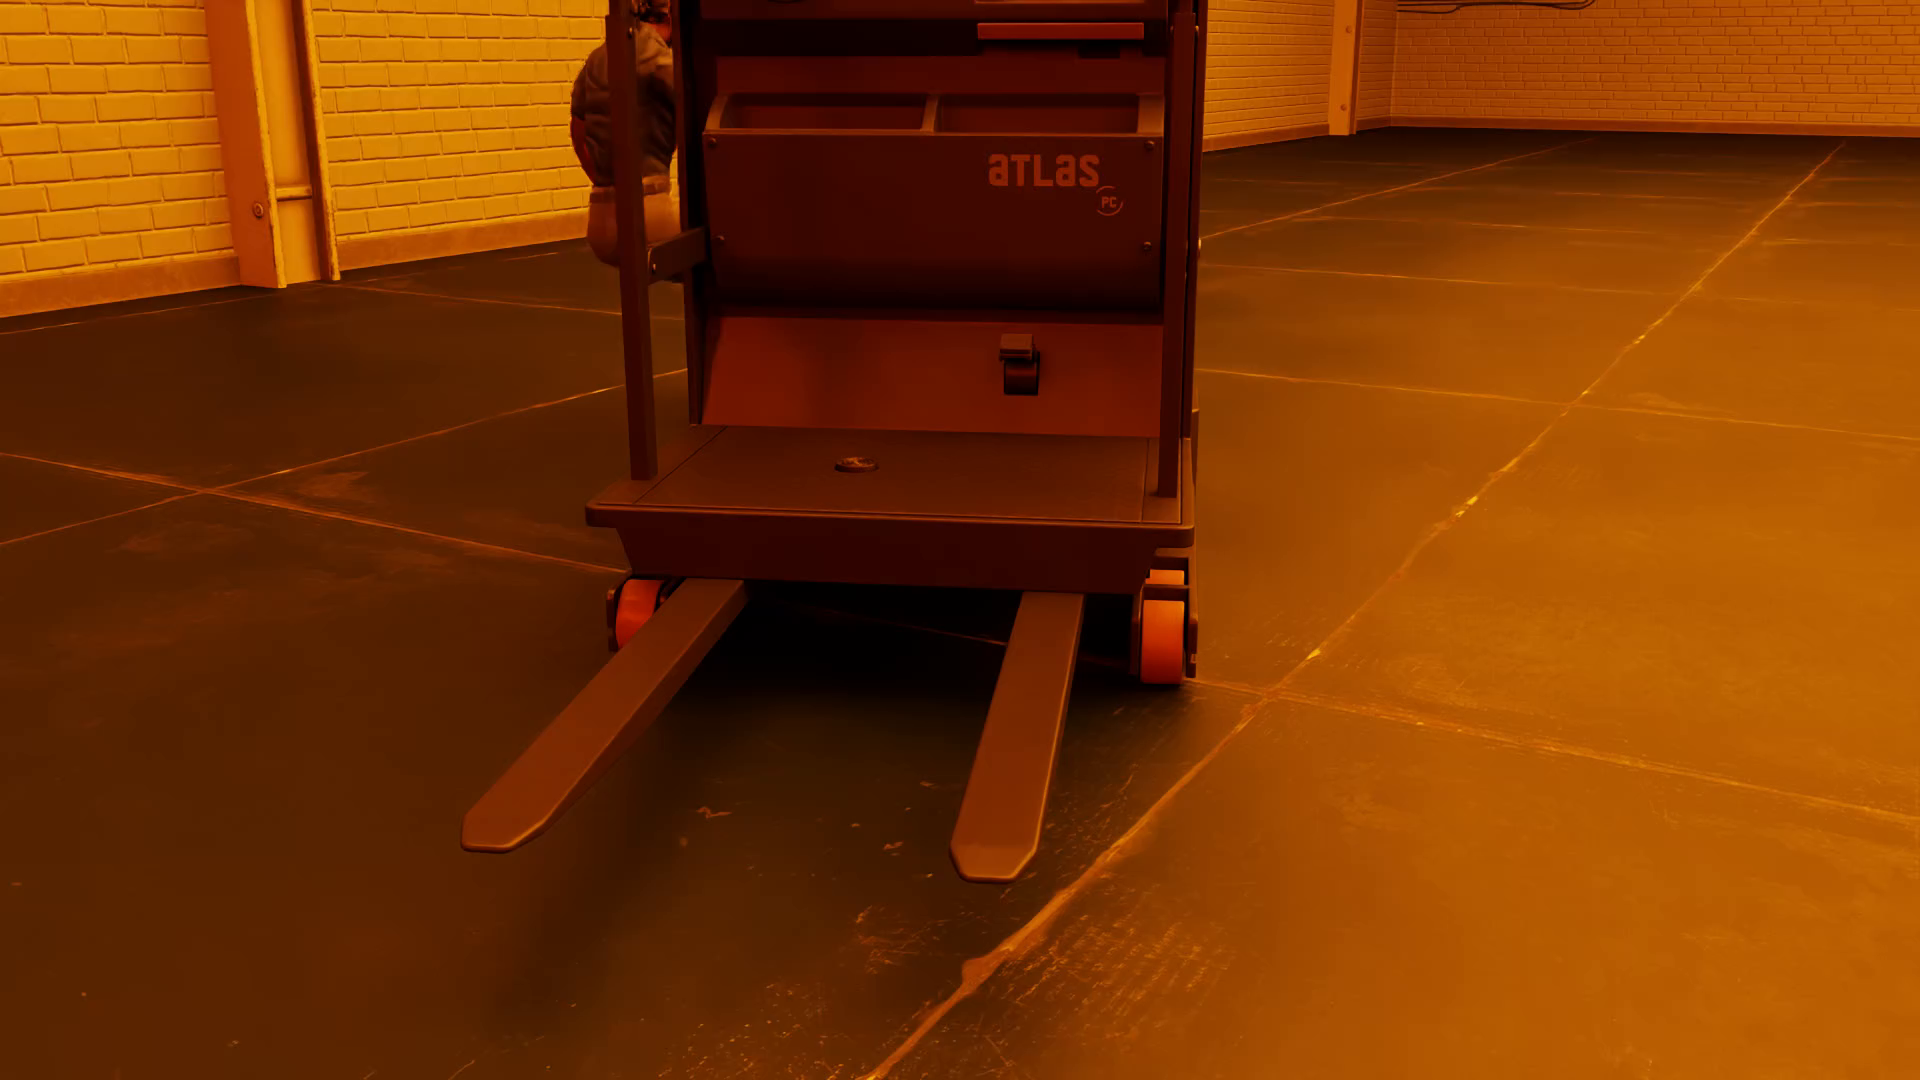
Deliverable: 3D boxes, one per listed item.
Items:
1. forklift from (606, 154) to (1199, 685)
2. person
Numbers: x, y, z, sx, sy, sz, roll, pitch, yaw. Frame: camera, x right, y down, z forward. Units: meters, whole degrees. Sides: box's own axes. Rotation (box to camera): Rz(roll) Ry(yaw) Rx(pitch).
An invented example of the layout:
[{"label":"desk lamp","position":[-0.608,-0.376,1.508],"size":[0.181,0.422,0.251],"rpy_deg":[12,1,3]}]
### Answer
[{"label":"forklift","position":[-0.078,-1.236,3.048],"size":[1.130,2.935,3.031],"rpy_deg":[2,17,7]},{"label":"person","position":[-0.761,-1.046,5.257],"size":[0.846,1.436,0.686],"rpy_deg":[-13,21,-38]}]
